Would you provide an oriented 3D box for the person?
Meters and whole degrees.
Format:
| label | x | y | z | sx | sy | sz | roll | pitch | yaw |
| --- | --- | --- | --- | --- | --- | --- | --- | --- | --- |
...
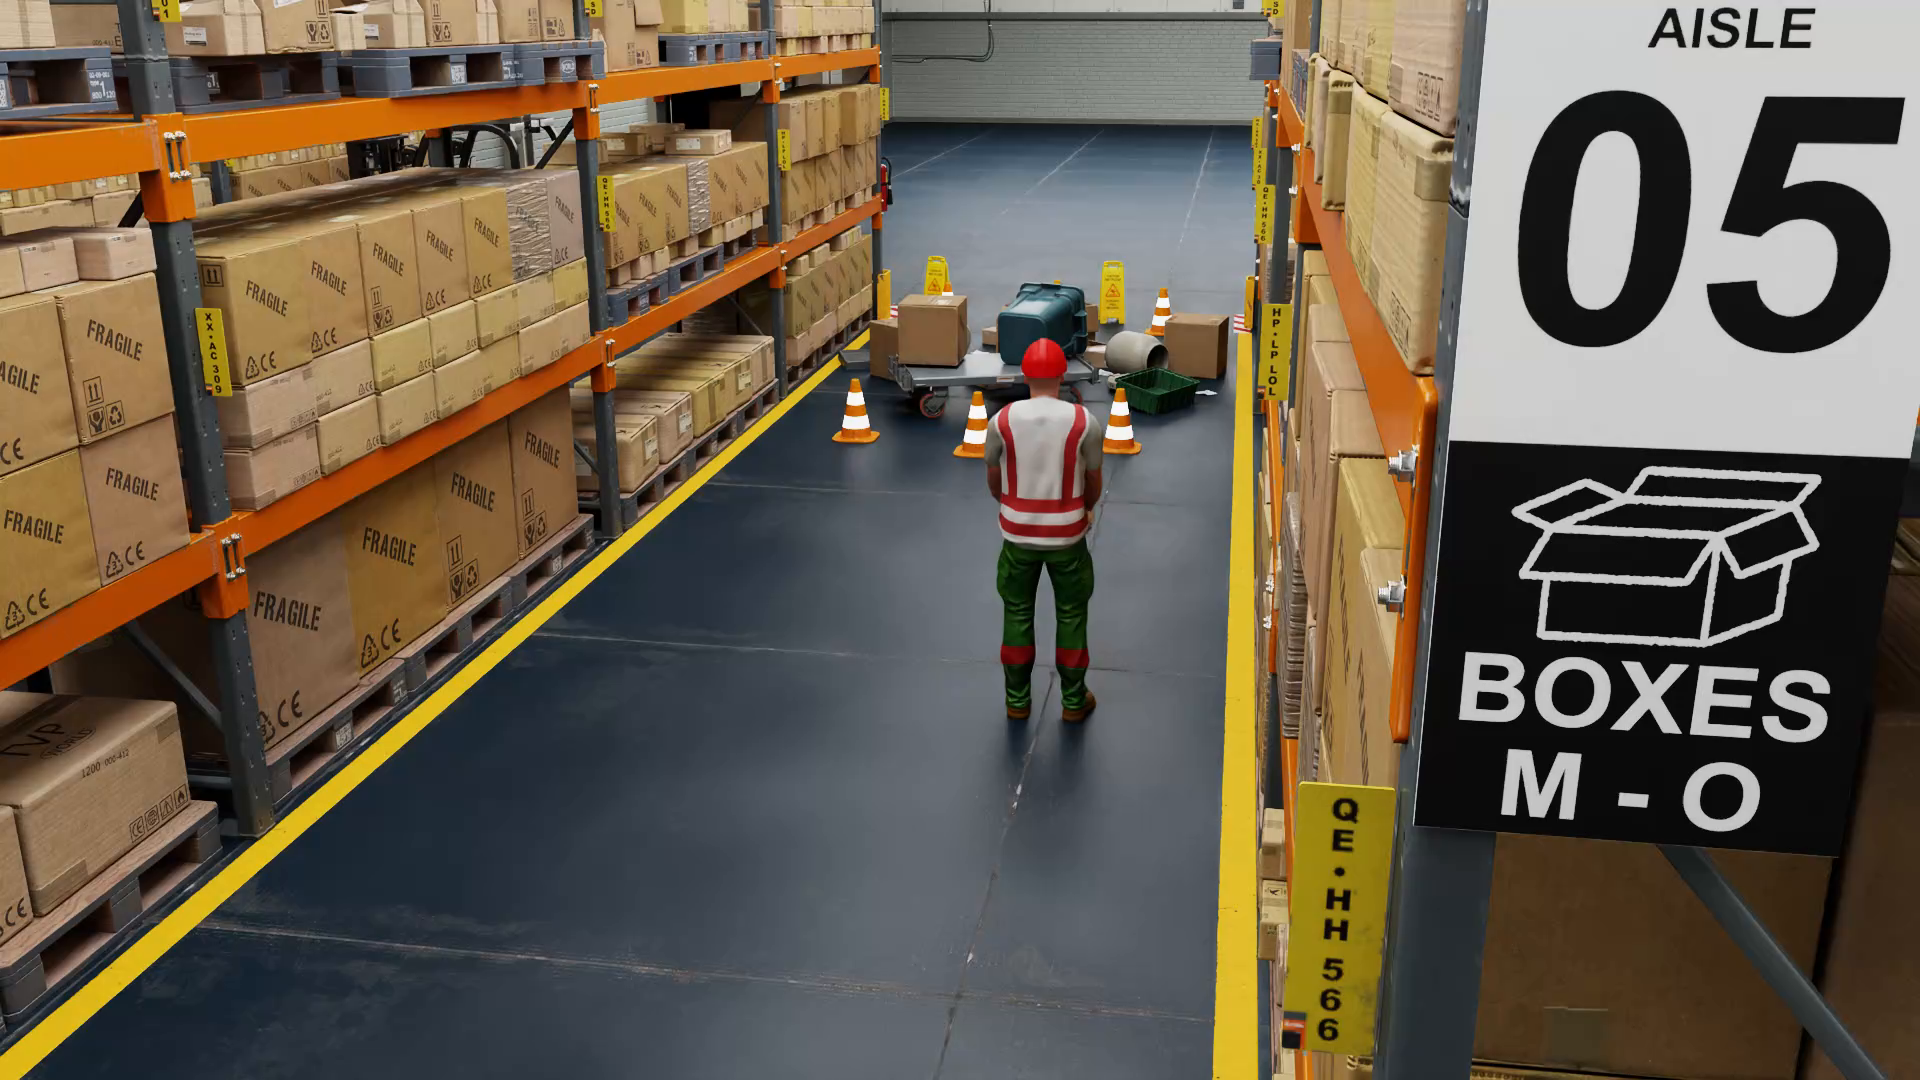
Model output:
| label | x | y | z | sx | sy | sz | roll | pitch | yaw |
| --- | --- | --- | --- | --- | --- | --- | --- | --- | --- |
| person | 0.386 | -0.046 | 7.652 | 0.533 | 1.793 | 0.474 | 3 | 18 | 8 |
